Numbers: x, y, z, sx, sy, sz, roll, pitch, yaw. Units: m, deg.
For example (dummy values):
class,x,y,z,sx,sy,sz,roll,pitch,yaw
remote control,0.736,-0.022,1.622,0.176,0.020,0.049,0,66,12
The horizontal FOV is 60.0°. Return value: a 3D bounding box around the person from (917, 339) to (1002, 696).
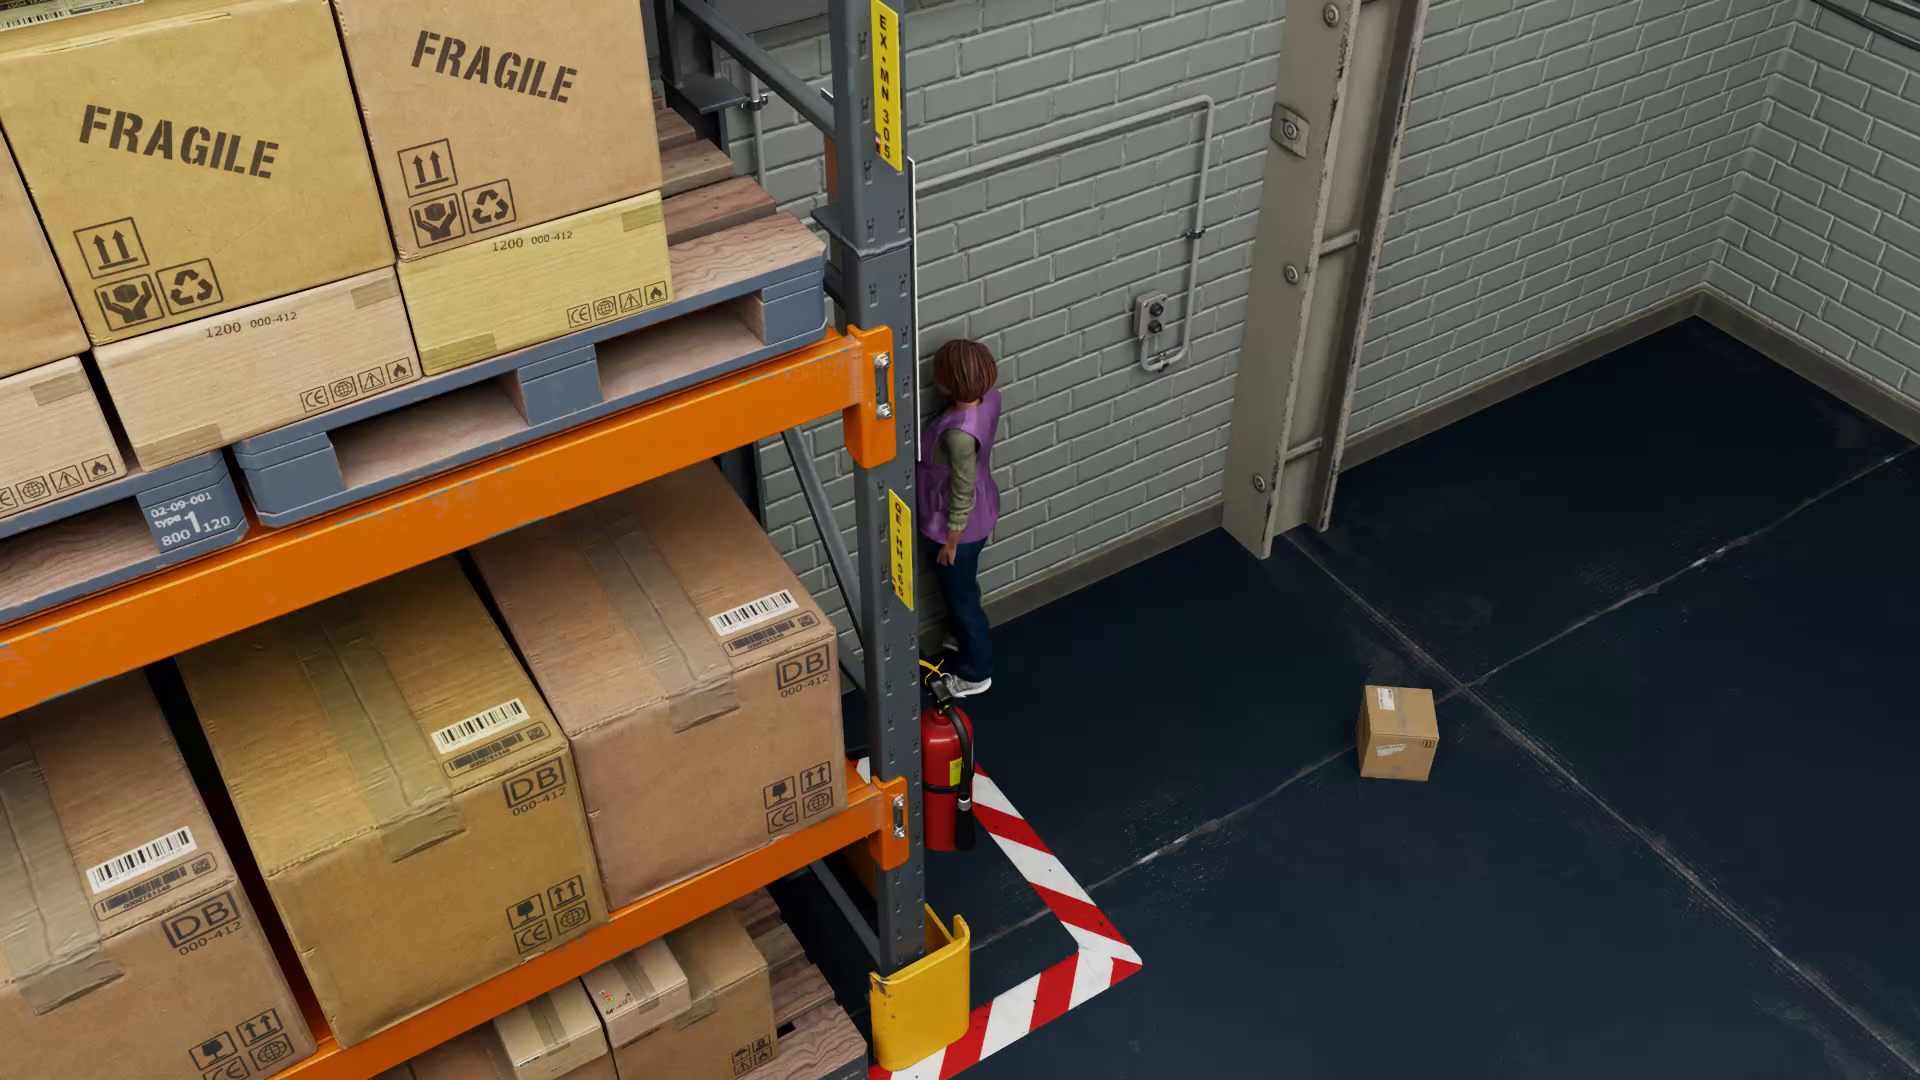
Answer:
class,x,y,z,sx,sy,sz,roll,pitch,yaw
person,-0.020,-0.068,6.270,0.365,1.646,0.413,10,42,11
